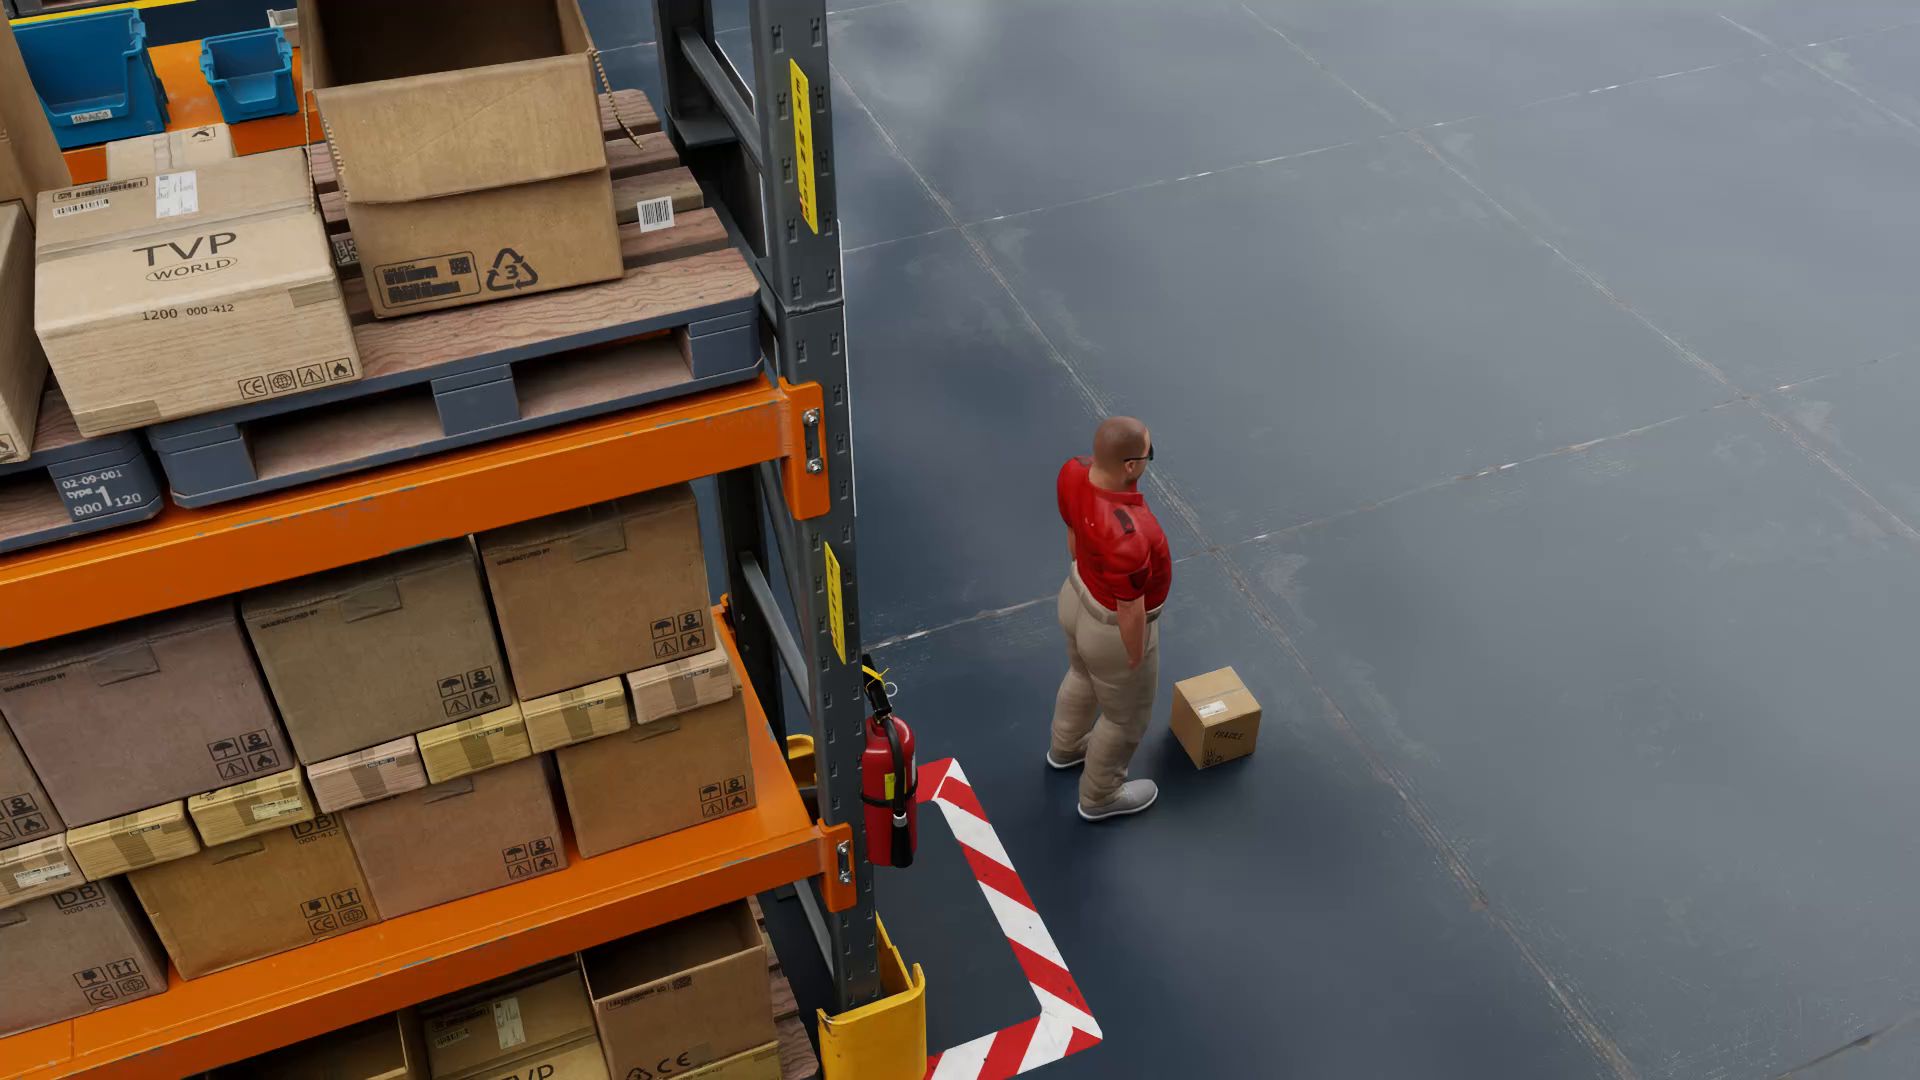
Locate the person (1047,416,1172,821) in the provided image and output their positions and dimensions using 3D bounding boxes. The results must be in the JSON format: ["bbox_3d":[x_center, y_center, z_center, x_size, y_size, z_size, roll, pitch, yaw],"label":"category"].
[{"bbox_3d":[0.540,0.263,5.883,0.359,1.721,0.529,-14,43,-16],"label":"person"}]
